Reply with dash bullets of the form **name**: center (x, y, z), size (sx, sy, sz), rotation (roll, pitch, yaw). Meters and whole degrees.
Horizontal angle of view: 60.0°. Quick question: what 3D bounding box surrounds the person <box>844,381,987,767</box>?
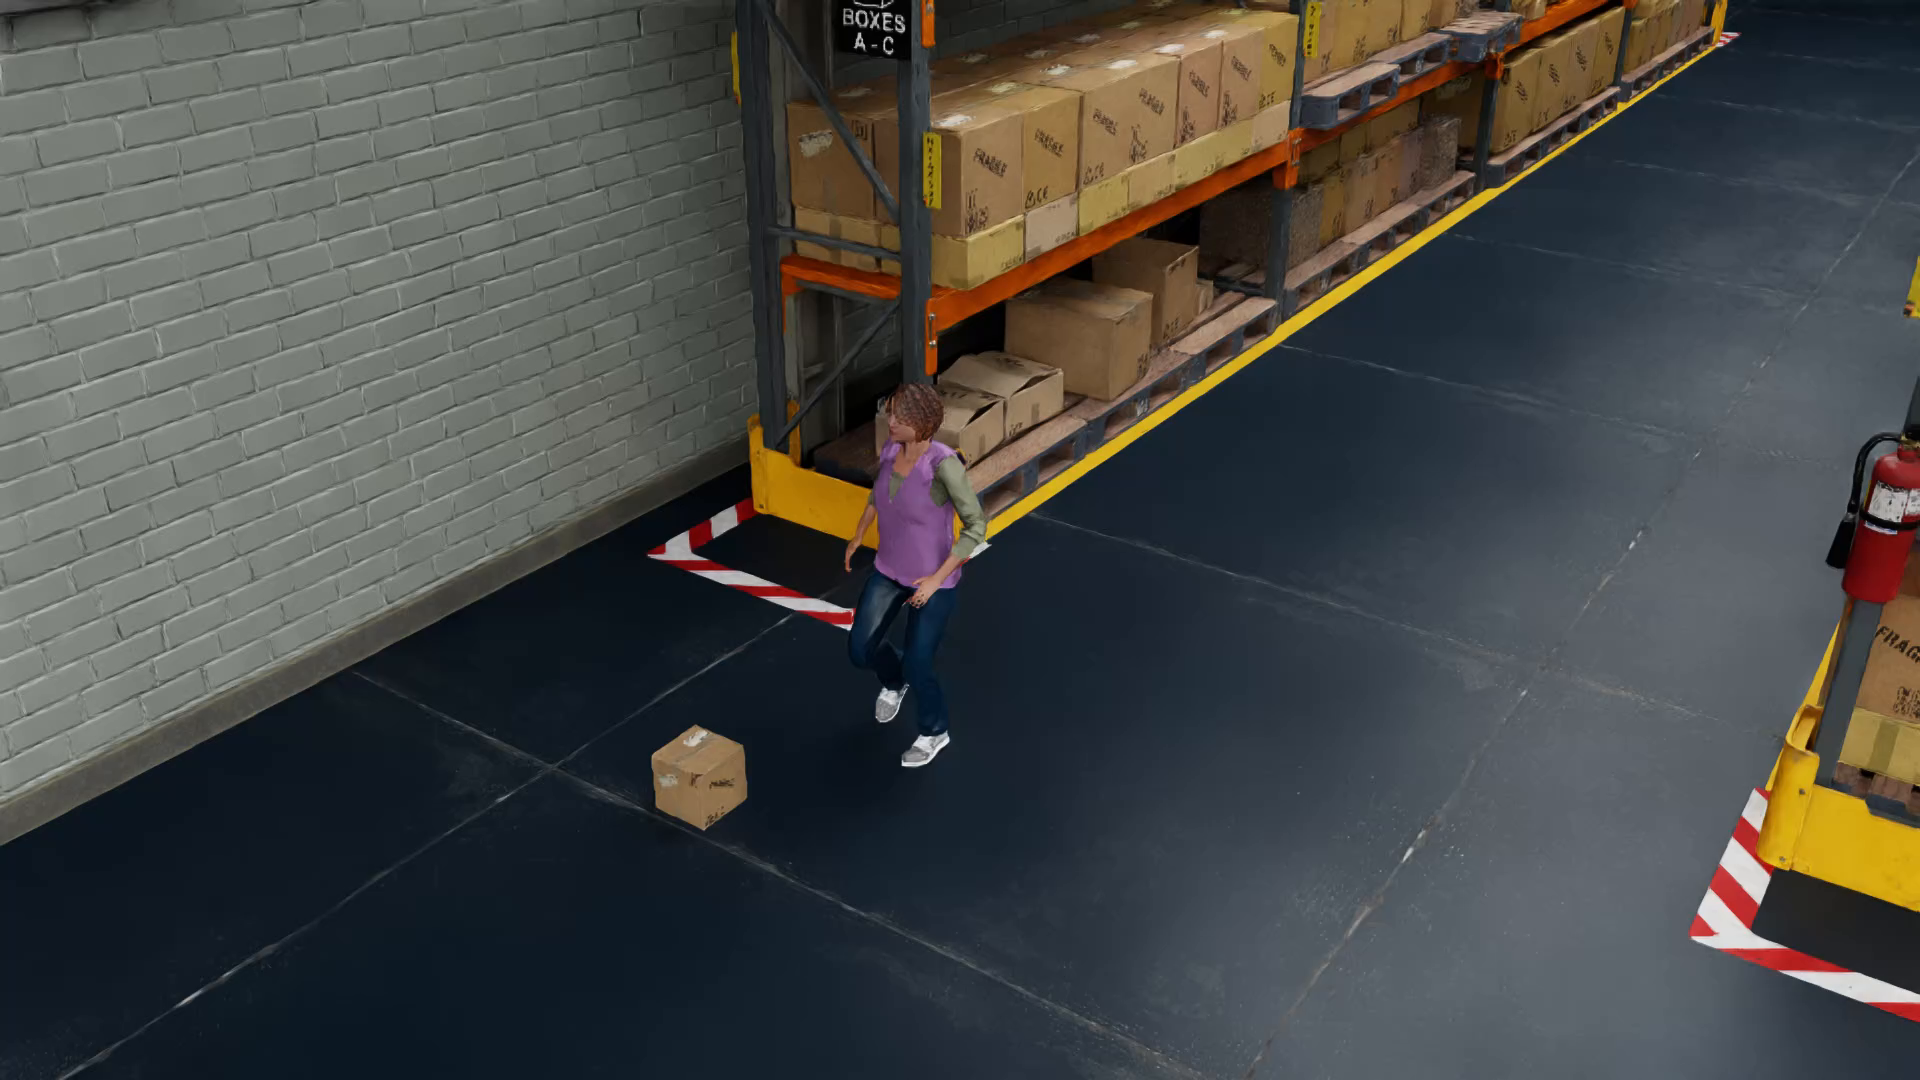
- **person**: center (-0.190, 0.158, 6.357), size (0.600, 1.572, 0.435), rotation (19, 33, 32)
